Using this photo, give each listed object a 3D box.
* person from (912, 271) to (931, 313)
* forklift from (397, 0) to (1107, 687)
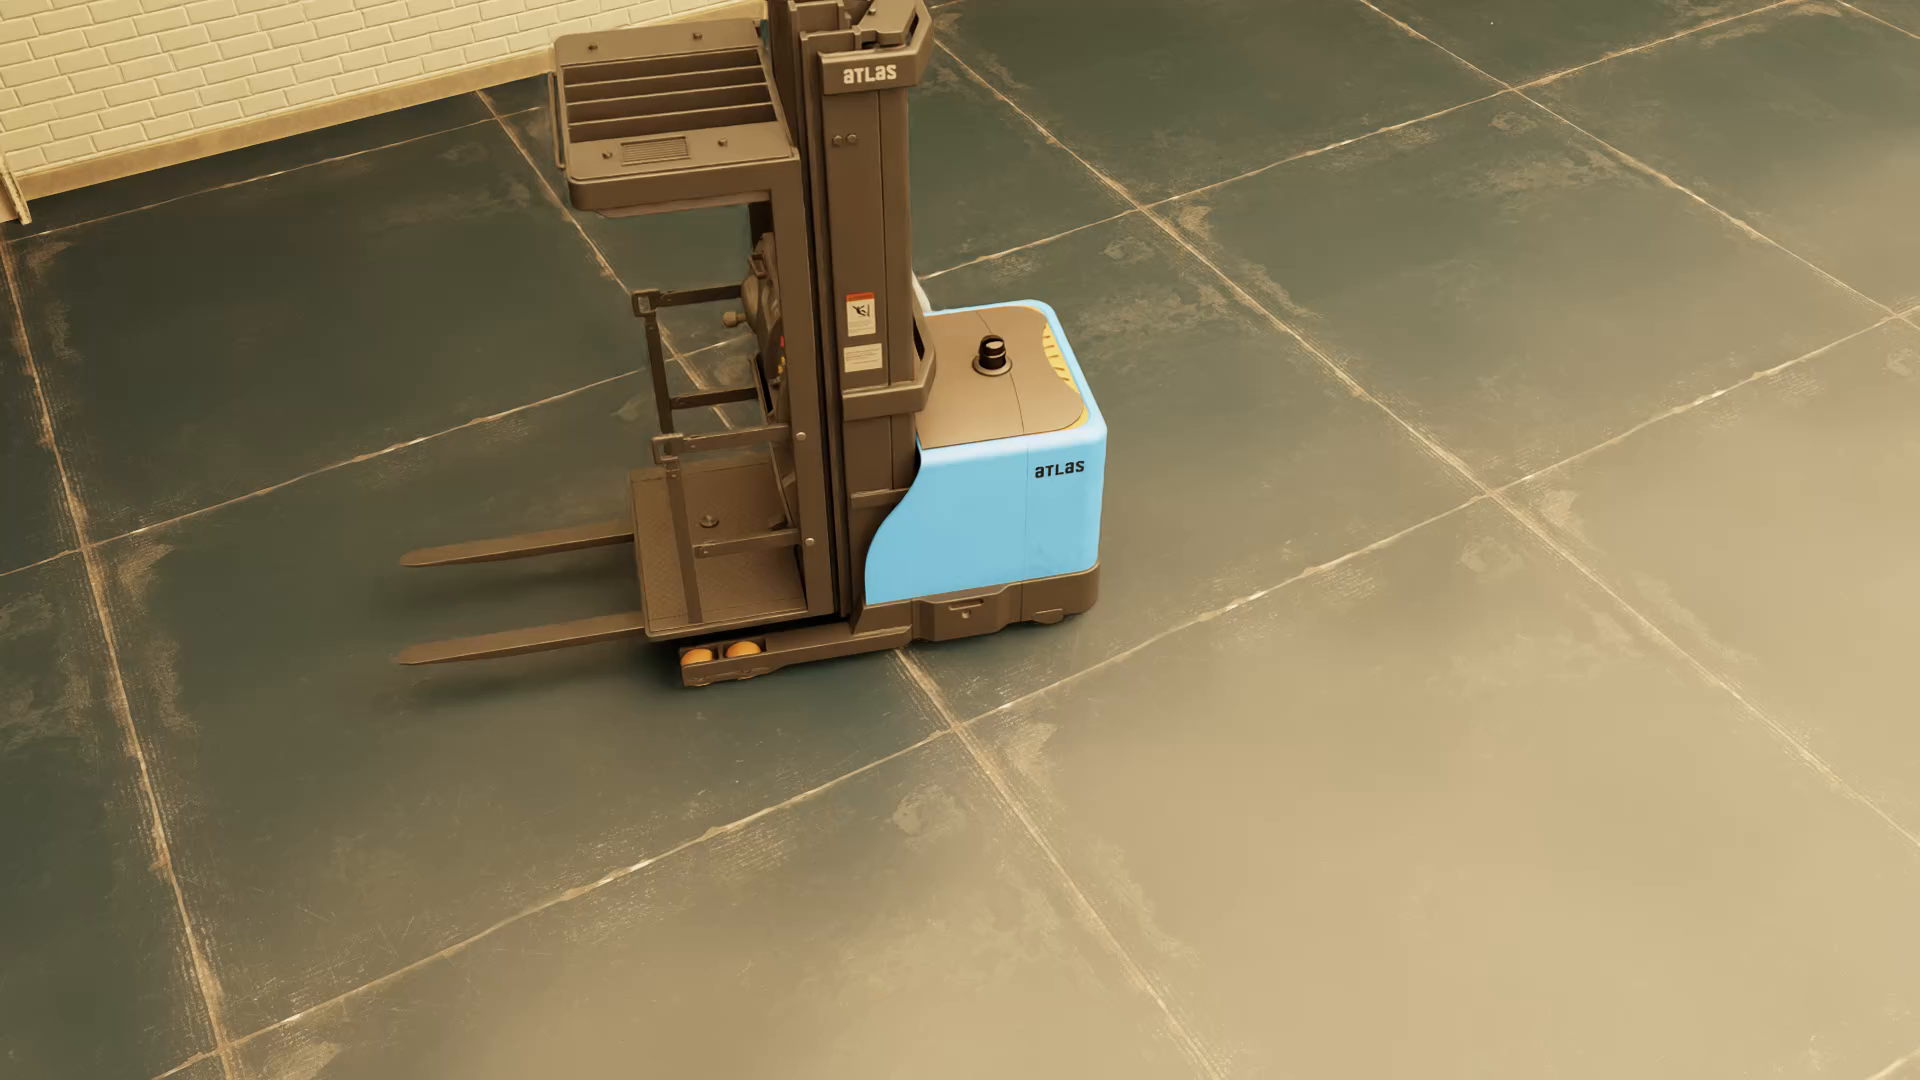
[{"bbox_3d":[-0.438,-1.468,8.215,0.488,1.672,0.954,-13,45,-14],"label":"person"},{"bbox_3d":[-0.954,-0.840,6.604,3.031,2.935,1.130,-9,44,-9],"label":"forklift"}]
